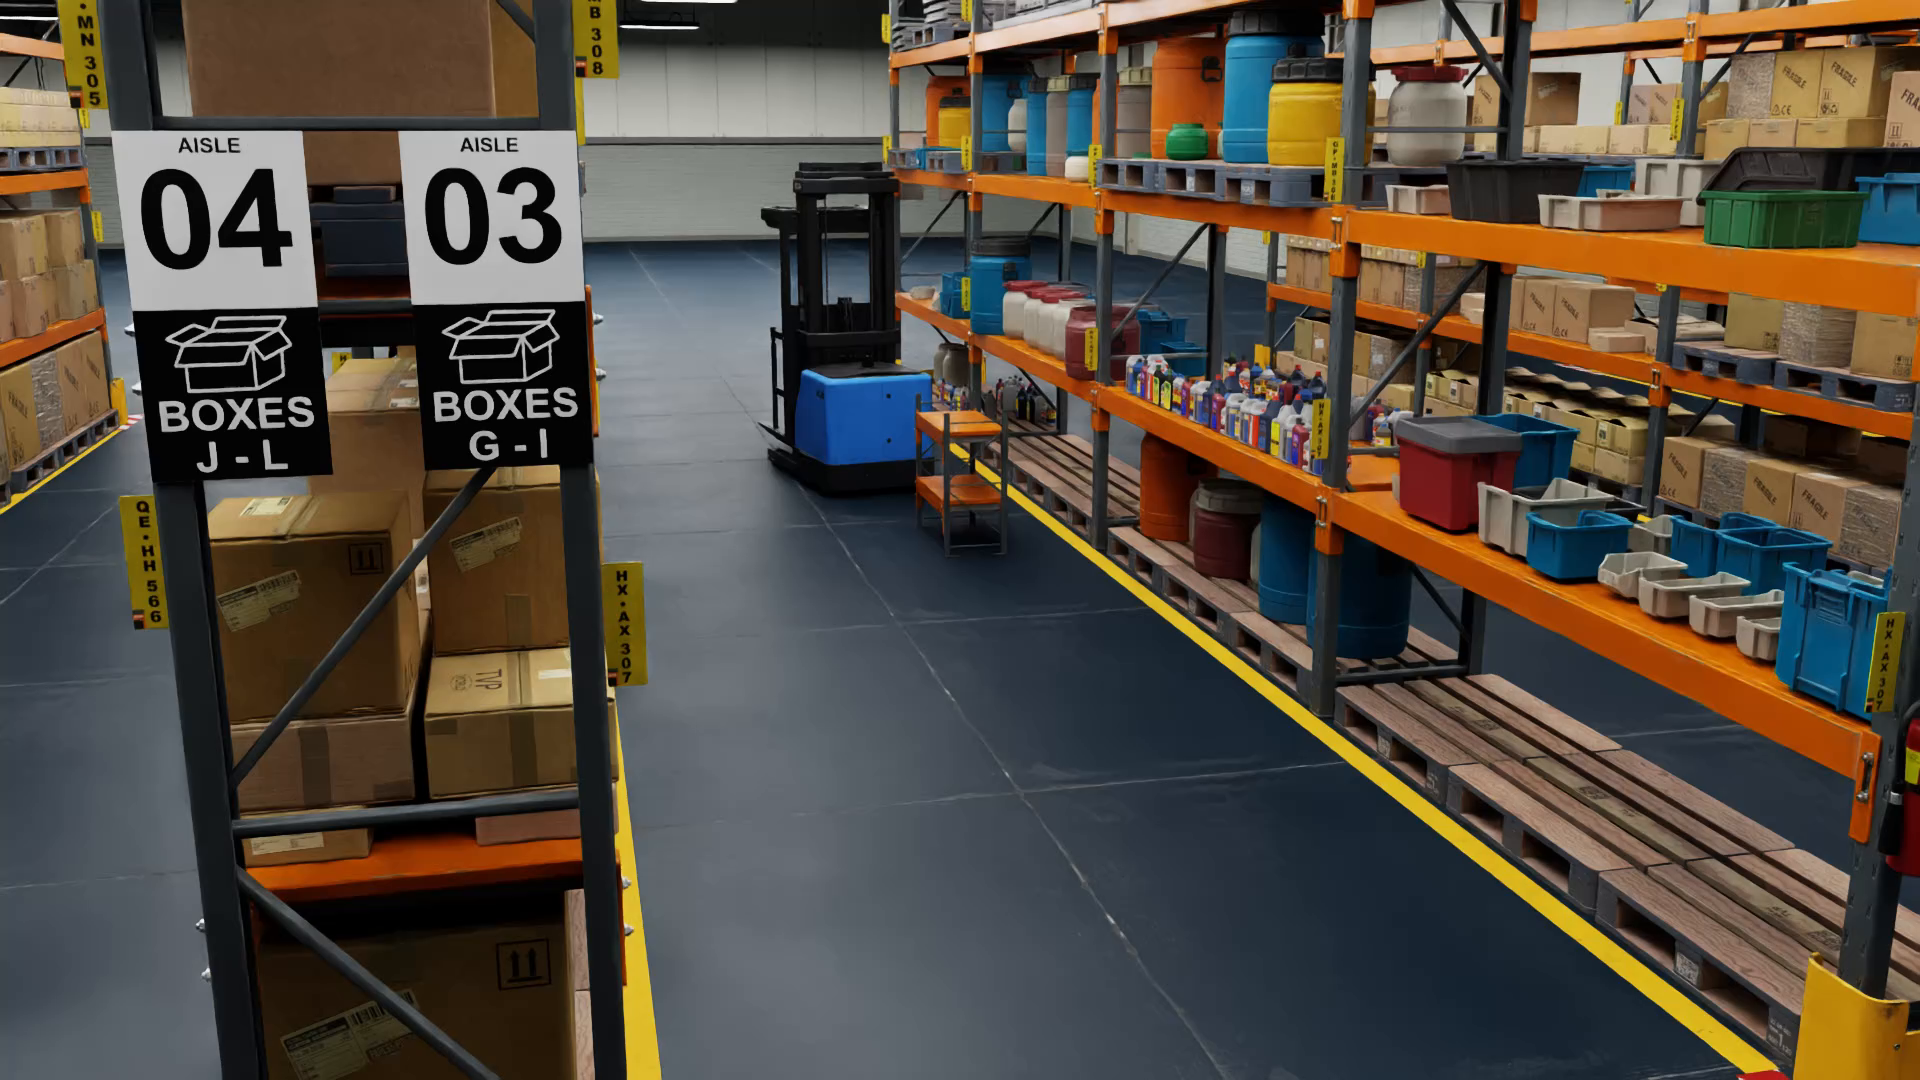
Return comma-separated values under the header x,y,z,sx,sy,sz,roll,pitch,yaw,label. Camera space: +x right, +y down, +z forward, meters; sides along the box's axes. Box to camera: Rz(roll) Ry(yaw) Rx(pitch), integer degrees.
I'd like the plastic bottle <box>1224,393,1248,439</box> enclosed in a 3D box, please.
x,y,z,sx,sy,sz,roll,pitch,yaw,label
1.784,-0.793,10.613,0.152,0.276,0.135,-3,14,-13,plastic bottle

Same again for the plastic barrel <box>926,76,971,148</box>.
x,y,z,sx,sy,sz,roll,pitch,yaw,label
-0.099,-5.028,19.577,0.600,0.830,0.708,-3,14,-13,plastic barrel

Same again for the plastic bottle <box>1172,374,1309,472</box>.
x,y,z,sx,sy,sz,roll,pitch,yaw,label
1.772,-0.774,10.548,0.097,0.271,2.212,-3,14,-13,plastic bottle

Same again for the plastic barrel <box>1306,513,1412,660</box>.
x,y,z,sx,sy,sz,roll,pitch,yaw,label
2.370,0.194,9.849,0.600,0.901,0.708,-3,14,-13,plastic barrel

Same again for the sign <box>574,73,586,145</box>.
x,y,z,sx,sy,sz,roll,pitch,yaw,label
-1.794,-1.997,7.704,0.100,0.325,0.005,-3,14,-13,sign

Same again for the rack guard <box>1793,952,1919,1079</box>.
x,y,z,sx,sy,sz,roll,pitch,yaw,label
3.439,1.647,5.633,1.175,0.500,0.348,-3,14,-13,rack guard

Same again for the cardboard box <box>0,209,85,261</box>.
x,y,z,sx,sy,sz,roll,pitch,yaw,label
-9.947,-3.244,17.792,0.875,0.550,0.550,-3,14,-13,cardboard box

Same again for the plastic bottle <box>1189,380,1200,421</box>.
x,y,z,sx,sy,sz,roll,pitch,yaw,label
1.601,-0.943,11.236,0.097,0.271,0.097,0,14,0,plastic bottle

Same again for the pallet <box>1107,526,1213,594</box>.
x,y,z,sx,sy,sz,roll,pitch,yaw,label
1.768,0.116,12.506,1.003,0.211,1.213,-3,14,-13,pallet

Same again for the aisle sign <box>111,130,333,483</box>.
x,y,z,sx,sy,sz,roll,pitch,yaw,label
-1.668,-0.526,3.781,0.394,0.787,0.004,-3,14,-13,aisle sign

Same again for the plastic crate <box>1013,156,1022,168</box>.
x,y,z,sx,sy,sz,roll,pitch,yaw,label
0.497,-4.074,17.908,0.336,0.188,0.450,-3,14,-13,plastic crate

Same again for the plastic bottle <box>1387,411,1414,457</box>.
x,y,z,sx,sy,sz,roll,pitch,yaw,label
2.657,-0.647,10.017,0.152,0.276,0.135,-3,14,-13,plastic bottle

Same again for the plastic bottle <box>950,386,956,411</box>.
x,y,z,sx,sy,sz,roll,pitch,yaw,label
-0.062,-1.567,18.343,0.097,0.271,0.097,0,14,0,plastic bottle

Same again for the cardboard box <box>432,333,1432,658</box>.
x,y,z,sx,sy,sz,roll,pitch,yaw,label
1.722,-1.378,12.941,10.408,1.989,14.337,-3,14,-14,cardboard box

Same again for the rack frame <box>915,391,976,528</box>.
x,y,z,sx,sy,sz,roll,pitch,yaw,label
-0.118,-0.662,13.767,0.500,1.125,0.032,-3,14,-13,rack frame

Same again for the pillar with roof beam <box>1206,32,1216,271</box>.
x,y,z,sx,sy,sz,roll,pitch,yaw,label
1.886,-10.529,37.563,9.100,9.000,0.548,-3,14,-13,pillar with roof beam

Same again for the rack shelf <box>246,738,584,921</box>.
x,y,z,sx,sy,sz,roll,pitch,yaw,label
-1.863,0.497,6.176,0.919,0.124,3.809,-3,14,-13,rack shelf

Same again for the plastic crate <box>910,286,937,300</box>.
x,y,z,sx,sy,sz,roll,pitch,yaw,label
-0.440,-2.911,19.577,0.298,0.136,0.250,-3,14,-13,plastic crate

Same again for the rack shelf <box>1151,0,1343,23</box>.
x,y,z,sx,sy,sz,roll,pitch,yaw,label
2.012,-3.422,10.419,0.919,0.124,3.809,-3,14,-13,rack shelf

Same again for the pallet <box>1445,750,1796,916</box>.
x,y,z,sx,sy,sz,roll,pitch,yaw,label
2.982,1.309,7.624,1.003,0.211,1.213,-3,14,-13,pallet

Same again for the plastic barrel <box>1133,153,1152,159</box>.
x,y,z,sx,sy,sz,roll,pitch,yaw,label
1.434,-2.854,12.794,0.294,0.245,0.294,0,14,0,plastic barrel

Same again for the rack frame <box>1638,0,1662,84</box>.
x,y,z,sx,sy,sz,roll,pitch,yaw,label
9.290,-6.730,22.011,0.949,2.616,0.053,-3,14,-13,rack frame

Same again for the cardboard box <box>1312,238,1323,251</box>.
x,y,z,sx,sy,sz,roll,pitch,yaw,label
4.541,-3.623,20.359,0.380,0.149,0.250,-4,14,-14,cardboard box

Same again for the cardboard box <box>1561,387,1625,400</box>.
x,y,z,sx,sy,sz,roll,pitch,yaw,label
6.150,-1.328,16.269,0.500,0.311,0.500,-3,14,-14,cardboard box

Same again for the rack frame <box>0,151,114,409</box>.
x,y,z,sx,sy,sz,roll,pitch,yaw,label
-9.996,-2.734,18.298,1.000,3.000,0.127,-3,14,-13,rack frame

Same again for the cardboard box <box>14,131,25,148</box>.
x,y,z,sx,sy,sz,roll,pitch,yaw,label
-9.113,-3.796,15.756,0.380,0.149,0.250,-3,14,-13,cardboard box

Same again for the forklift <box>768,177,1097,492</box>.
x,y,z,sx,sy,sz,roll,pitch,yaw,label
1.383,-6.635,34.594,20.333,2.843,36.315,-5,15,-21,forklift

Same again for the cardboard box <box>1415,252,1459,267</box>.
x,y,z,sx,sy,sz,roll,pitch,yaw,label
5.146,-3.030,17.932,0.380,0.149,0.250,-3,14,-13,cardboard box

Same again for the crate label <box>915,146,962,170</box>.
x,y,z,sx,sy,sz,roll,pitch,yaw,label
-0.219,-4.198,18.283,0.502,0.251,0.408,-3,14,-13,crate label

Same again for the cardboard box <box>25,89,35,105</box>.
x,y,z,sx,sy,sz,roll,pitch,yaw,label
-9.229,-4.298,16.134,0.380,0.149,0.250,-3,14,-13,cardboard box

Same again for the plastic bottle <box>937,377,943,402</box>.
x,y,z,sx,sy,sz,roll,pitch,yaw,label
-0.214,-1.716,18.952,0.097,0.271,0.097,0,14,0,plastic bottle

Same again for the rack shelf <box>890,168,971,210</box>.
x,y,z,sx,sy,sz,roll,pitch,yaw,label
0.133,-3.910,18.305,1.077,0.370,4.000,-3,14,-13,rack shelf

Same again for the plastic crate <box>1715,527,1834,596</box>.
x,y,z,sx,sy,sz,roll,pitch,yaw,label
3.374,0.101,6.920,0.416,0.233,0.300,-3,14,-13,plastic crate

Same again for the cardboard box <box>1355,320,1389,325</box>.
x,y,z,sx,sy,sz,roll,pitch,yaw,label
5.143,-2.434,20.398,0.500,0.500,0.500,-3,14,-13,cardboard box

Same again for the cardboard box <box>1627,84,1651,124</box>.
x,y,z,sx,sy,sz,roll,pitch,yaw,label
9.147,-5.714,21.816,0.500,0.500,0.500,-4,14,-17,cardboard box

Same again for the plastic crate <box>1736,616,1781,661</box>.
x,y,z,sx,sy,sz,roll,pitch,yaw,label
3.053,0.349,6.109,0.396,0.136,0.243,-3,14,-13,plastic crate

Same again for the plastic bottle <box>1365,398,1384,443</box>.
x,y,z,sx,sy,sz,roll,pitch,yaw,label
2.601,-0.752,10.429,0.061,0.283,0.133,-3,14,-13,plastic bottle

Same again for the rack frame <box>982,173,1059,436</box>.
x,y,z,sx,sy,sz,roll,pitch,yaw,label
0.599,-2.340,16.686,0.949,2.616,0.053,-3,14,-13,rack frame

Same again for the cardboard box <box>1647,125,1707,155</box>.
x,y,z,sx,sy,sz,roll,pitch,yaw,label
6.196,-3.383,14.064,0.500,0.250,0.500,-4,14,-17,cardboard box

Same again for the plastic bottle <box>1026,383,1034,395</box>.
x,y,z,sx,sy,sz,roll,pitch,yaw,label
0.772,-1.520,17.984,0.144,0.351,0.185,-4,14,-16,plastic bottle

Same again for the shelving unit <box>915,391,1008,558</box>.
x,y,z,sx,sy,sz,roll,pitch,yaw,label
-10.752,-3.793,16.311,19.663,6.000,13.307,-3,14,-13,shelving unit

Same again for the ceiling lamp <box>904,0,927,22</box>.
x,y,z,sx,sy,sz,roll,pitch,yaw,label
-0.662,-15.205,44.403,2.000,3.185,0.800,-3,14,-13,ceiling lamp

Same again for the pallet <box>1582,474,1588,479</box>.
x,y,z,sx,sy,sz,roll,pitch,yaw,label
5.919,-0.811,16.303,1.003,0.211,1.213,-3,14,-13,pallet

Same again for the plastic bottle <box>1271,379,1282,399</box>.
x,y,z,sx,sy,sz,roll,pitch,yaw,label
2.252,-1.036,11.766,0.097,0.201,0.097,0,14,0,plastic bottle

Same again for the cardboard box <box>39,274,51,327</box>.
x,y,z,sx,sy,sz,roll,pitch,yaw,label
-9.541,-2.342,16.377,0.875,0.550,0.500,-3,14,-13,cardboard box

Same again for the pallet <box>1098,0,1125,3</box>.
x,y,z,sx,sy,sz,roll,pitch,yaw,label
1.681,-3.878,11.579,1.213,0.211,1.003,-3,14,-13,pallet

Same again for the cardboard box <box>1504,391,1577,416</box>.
x,y,z,sx,sy,sz,roll,pitch,yaw,label
5.635,-1.293,16.125,0.500,0.311,0.500,-3,14,-12,cardboard box

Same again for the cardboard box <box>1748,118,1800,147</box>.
x,y,z,sx,sy,sz,roll,pitch,yaw,label
6.613,-2.982,12.783,0.910,0.500,0.500,-3,14,-13,cardboard box

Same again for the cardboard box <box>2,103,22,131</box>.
x,y,z,sx,sy,sz,roll,pitch,yaw,label
-9.139,-3.954,15.563,0.500,0.250,0.500,-3,14,-14,cardboard box

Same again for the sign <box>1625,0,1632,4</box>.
x,y,z,sx,sy,sz,roll,pitch,yaw,label
8.766,-7.192,21.768,0.100,0.325,0.005,-3,14,-13,sign

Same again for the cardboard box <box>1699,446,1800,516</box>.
x,y,z,sx,sy,sz,roll,pitch,yaw,label
6.315,-0.451,13.293,0.500,0.500,0.500,-4,14,-15,cardboard box
